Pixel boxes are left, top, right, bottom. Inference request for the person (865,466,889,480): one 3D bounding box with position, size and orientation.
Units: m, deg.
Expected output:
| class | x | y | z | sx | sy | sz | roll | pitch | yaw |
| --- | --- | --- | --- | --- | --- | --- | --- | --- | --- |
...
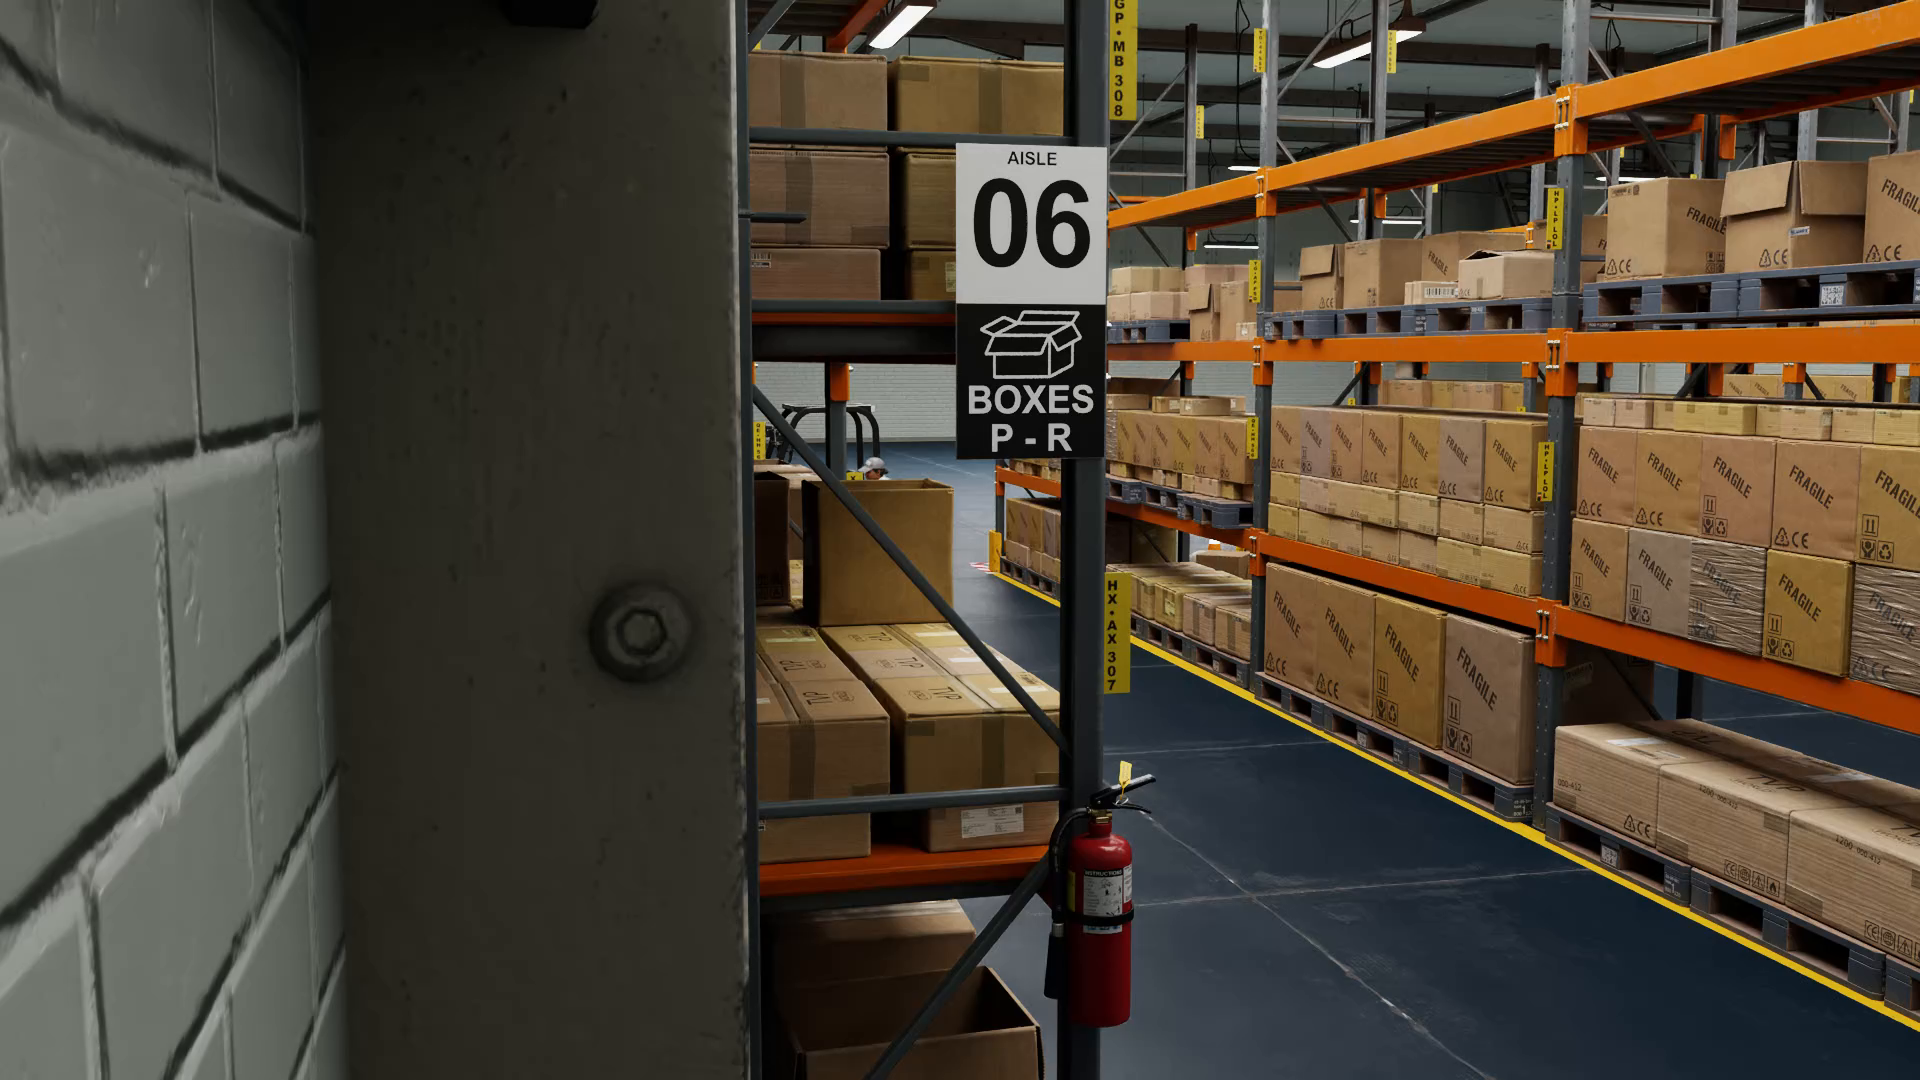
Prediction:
| class | x | y | z | sx | sy | sz | roll | pitch | yaw |
| --- | --- | --- | --- | --- | --- | --- | --- | --- | --- |
| person | -0.798 | -0.007 | 17.077 | 0.403 | 1.631 | 0.558 | -2 | 7 | -17 |
